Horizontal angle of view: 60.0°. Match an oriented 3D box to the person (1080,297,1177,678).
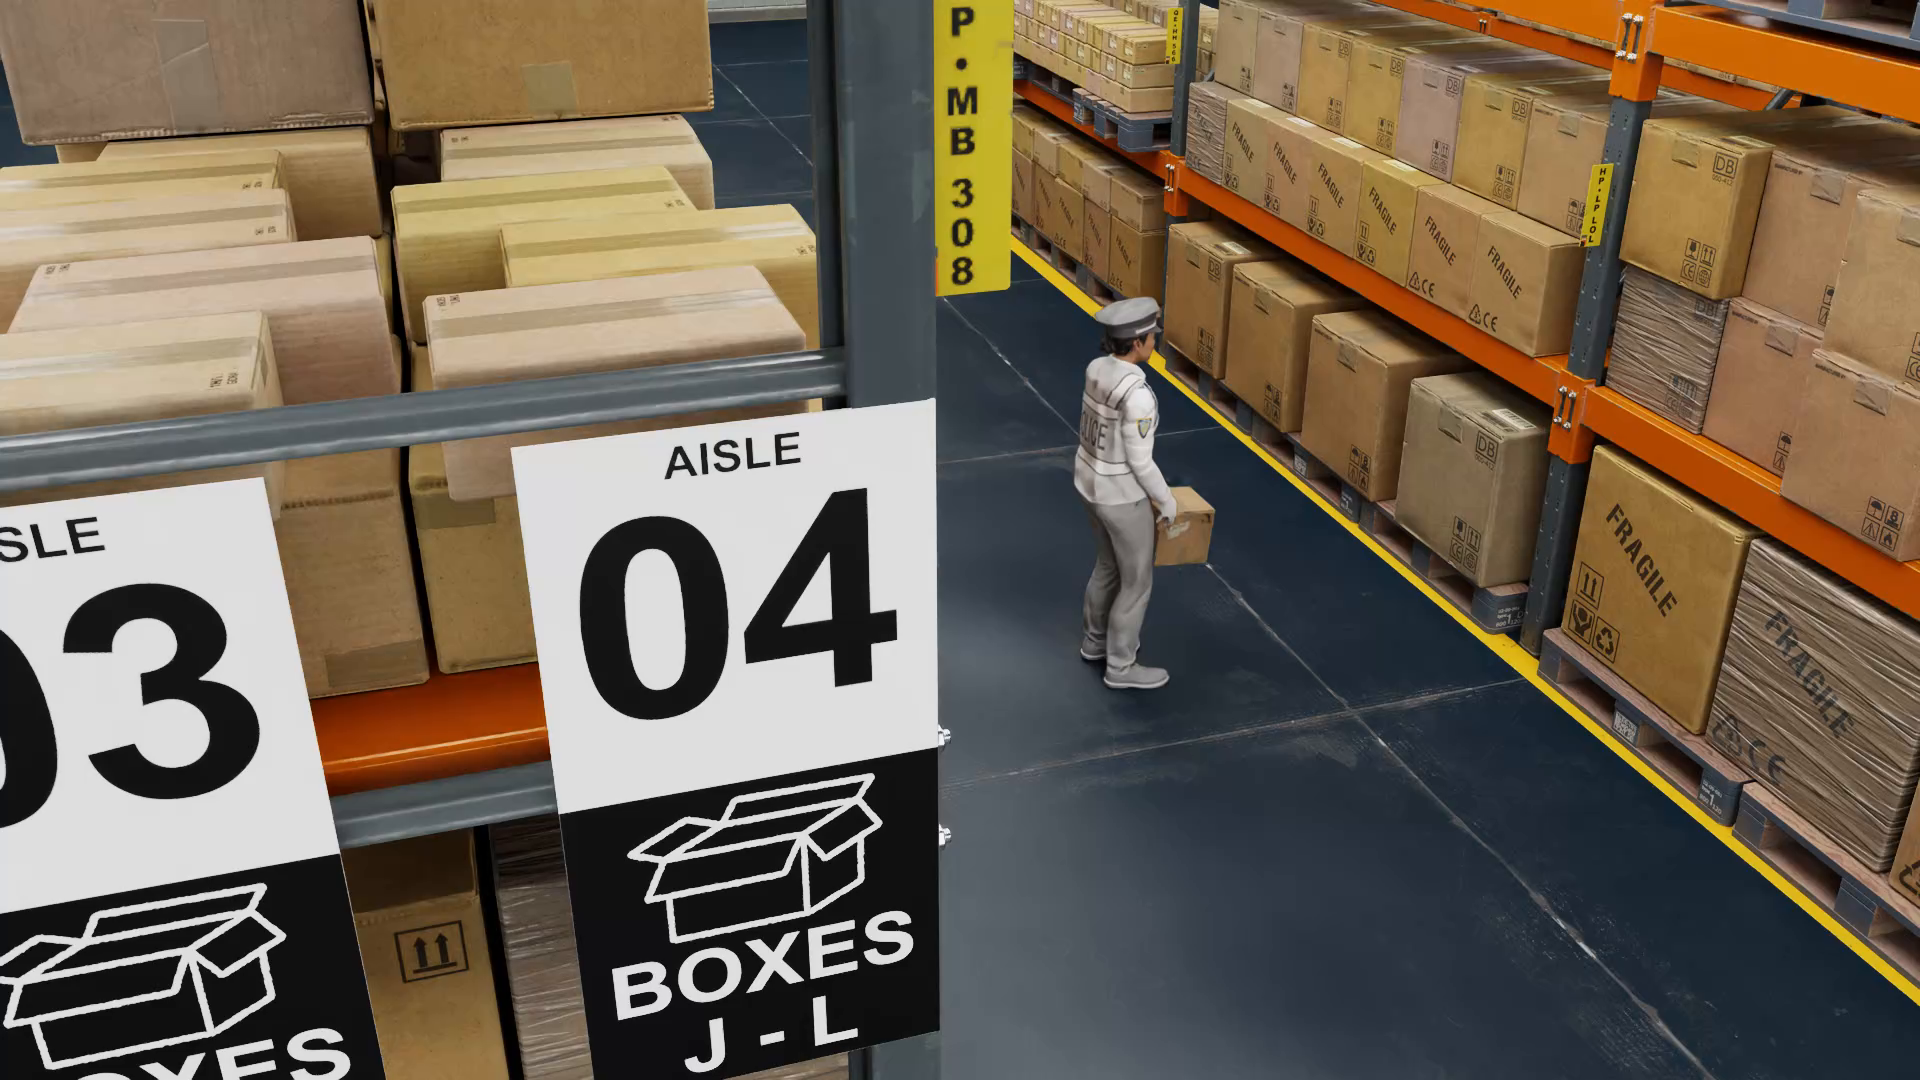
[{"bbox_3d":[0.696,-0.224,6.974,0.343,1.616,0.428,-9,28,-17],"label":"person"}]
